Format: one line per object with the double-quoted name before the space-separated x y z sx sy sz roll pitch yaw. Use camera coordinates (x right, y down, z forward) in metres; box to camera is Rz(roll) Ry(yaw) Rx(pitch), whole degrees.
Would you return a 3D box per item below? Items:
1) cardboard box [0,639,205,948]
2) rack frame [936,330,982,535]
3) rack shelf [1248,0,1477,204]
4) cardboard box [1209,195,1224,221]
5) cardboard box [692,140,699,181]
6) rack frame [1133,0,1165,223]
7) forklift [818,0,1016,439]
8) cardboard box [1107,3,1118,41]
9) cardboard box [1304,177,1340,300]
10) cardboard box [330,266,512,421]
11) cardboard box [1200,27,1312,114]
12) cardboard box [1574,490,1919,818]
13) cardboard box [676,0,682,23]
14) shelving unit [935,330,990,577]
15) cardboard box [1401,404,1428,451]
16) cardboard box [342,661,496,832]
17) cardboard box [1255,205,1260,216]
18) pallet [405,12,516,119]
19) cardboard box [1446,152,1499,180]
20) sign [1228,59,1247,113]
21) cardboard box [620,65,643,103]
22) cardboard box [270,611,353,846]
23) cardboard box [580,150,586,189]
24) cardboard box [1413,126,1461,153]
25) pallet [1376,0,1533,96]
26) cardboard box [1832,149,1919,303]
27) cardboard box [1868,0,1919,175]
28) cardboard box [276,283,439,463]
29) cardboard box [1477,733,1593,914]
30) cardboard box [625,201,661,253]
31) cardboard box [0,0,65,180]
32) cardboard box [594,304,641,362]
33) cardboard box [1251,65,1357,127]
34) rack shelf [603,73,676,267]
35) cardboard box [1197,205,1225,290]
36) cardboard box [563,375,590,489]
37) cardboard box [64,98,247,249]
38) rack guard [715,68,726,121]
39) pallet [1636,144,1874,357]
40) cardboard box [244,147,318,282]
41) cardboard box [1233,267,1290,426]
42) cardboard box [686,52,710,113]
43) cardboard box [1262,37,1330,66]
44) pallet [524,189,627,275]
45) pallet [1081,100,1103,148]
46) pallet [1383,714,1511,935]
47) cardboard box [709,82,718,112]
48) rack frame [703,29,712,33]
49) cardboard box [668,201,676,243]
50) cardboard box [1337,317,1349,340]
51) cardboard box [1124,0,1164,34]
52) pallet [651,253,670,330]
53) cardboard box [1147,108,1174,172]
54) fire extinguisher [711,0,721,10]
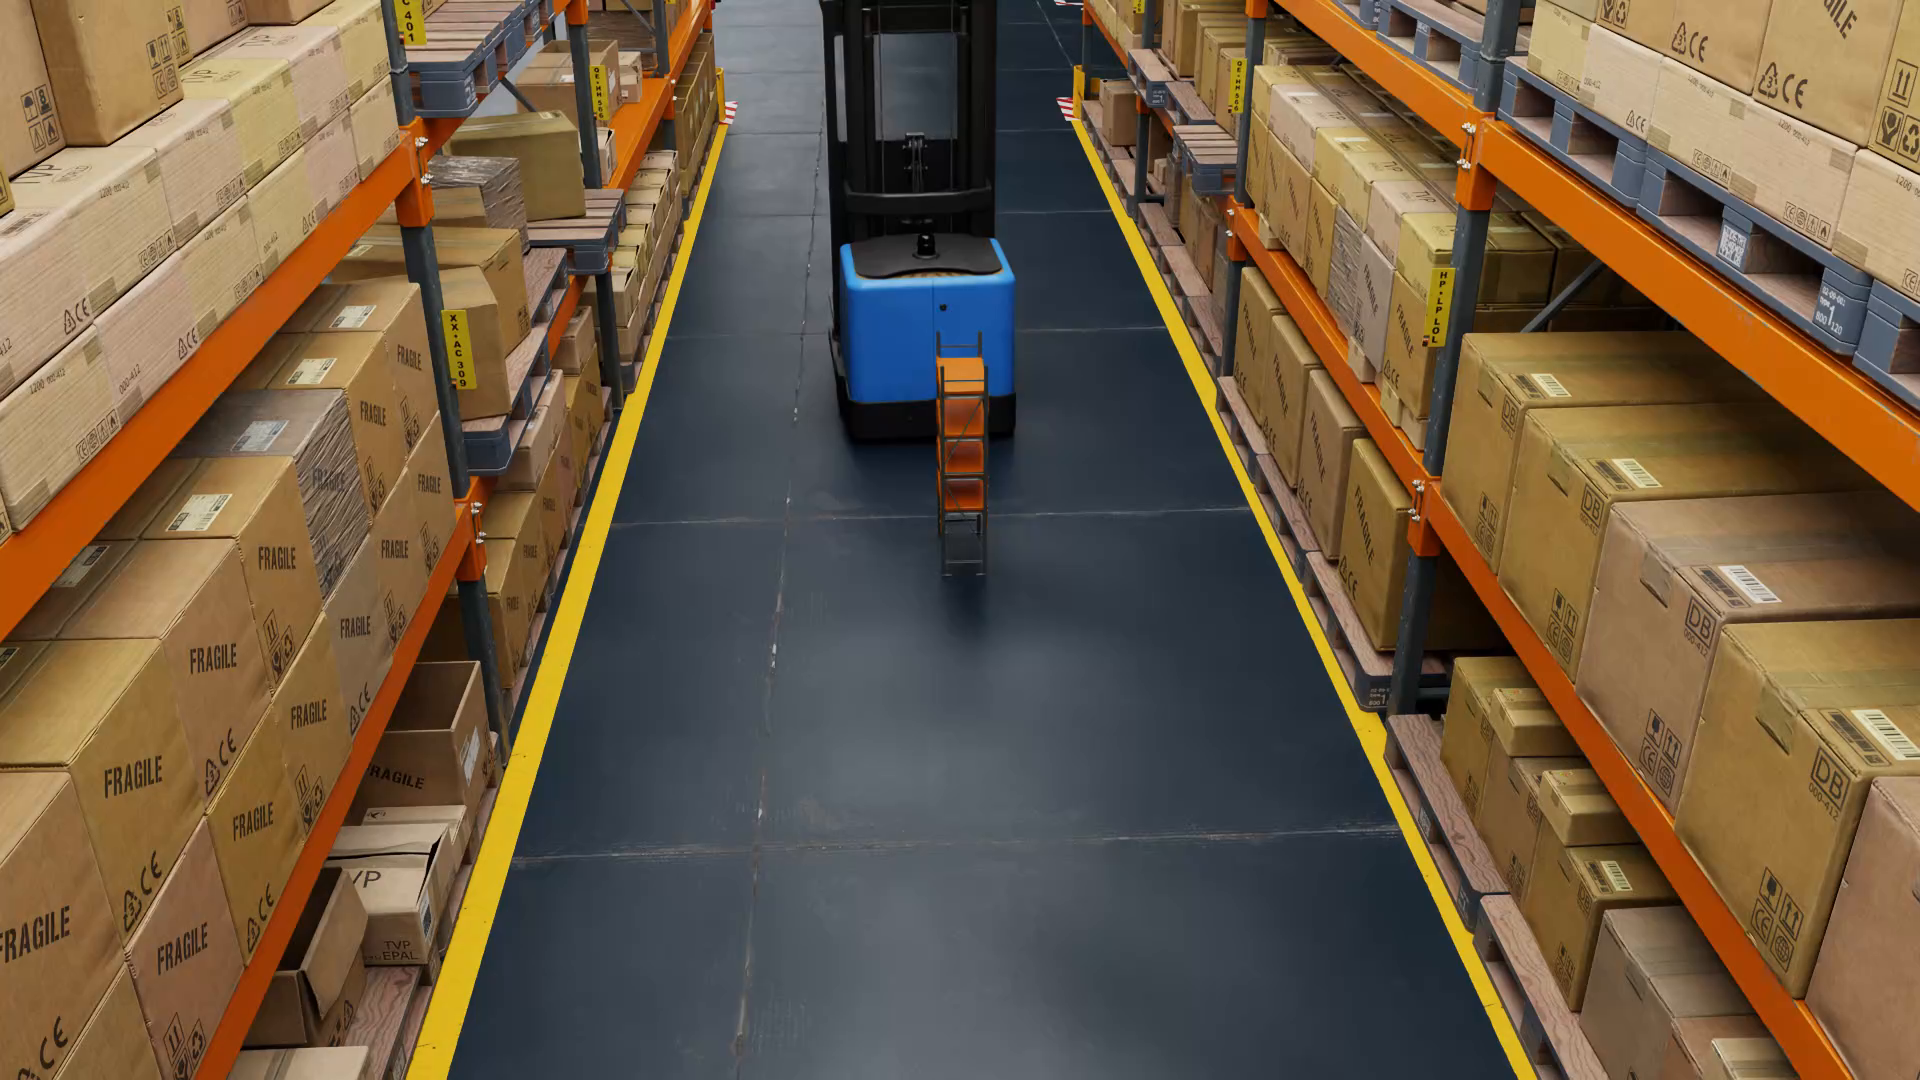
"cardboard box" -2.086 0.566 3.731 0.500 0.500 0.500 -1 28 -2
"rack frame" -0.004 -0.568 9.042 0.240 1.200 0.015 -1 28 -3
"rack shelf" 2.342 -2.397 8.136 1.077 0.370 4.000 -1 28 -3
"cardboard box" 2.149 -2.562 12.335 0.500 0.250 0.500 -2 28 -3
"cardboard box" -2.660 -3.455 15.149 0.500 0.250 0.500 -1 28 -3
"rack frame" 2.029 -4.157 13.976 1.000 3.000 0.127 -1 28 -3
"forklift" -0.344 -2.581 11.028 1.130 2.935 3.031 -3 28 -6
"cardboard box" 1.642 -4.773 15.297 0.500 0.250 0.500 -2 28 -3
"cardboard box" 2.085 -1.552 8.531 0.500 0.500 0.500 -1 28 -1
"cardboard box" -2.301 -0.795 6.969 0.700 0.500 0.500 -11 29 -20
"cardboard box" 2.116 -3.340 11.827 0.700 0.500 0.500 -1 28 -3
"cardboard box" 2.539 0.329 5.051 0.980 0.700 0.700 -3 28 -5
"cardboard box" -3.063 -5.239 15.943 0.700 0.500 0.500 -1 28 -2
"shelving unit" 0.009 -0.456 8.826 0.258 1.200 0.503 -1 28 -3
"cardboard box" 2.146 -0.509 7.232 0.380 0.149 0.250 -1 28 -2
"cardboard box" -2.187 0.829 6.645 0.500 0.500 0.500 -1 28 -3
"cardboard box" 2.024 -2.049 10.185 0.380 0.149 0.250 -2 28 -3
"pallet" -2.464 -1.890 6.590 1.213 0.211 1.003 -1 28 -3
"cardboard box" 2.618 -1.671 7.948 0.500 0.250 0.500 -2 28 -4
"sign" 1.696 -2.770 10.151 0.100 0.325 0.005 -1 28 -3
"cardboard box" -2.689 -3.574 13.004 0.396 0.266 0.258 -2 28 -4
"cardboard box" -2.131 0.550 4.844 0.500 0.500 0.500 -1 28 -2
"cardboard box" -2.684 -2.317 10.546 0.500 0.311 0.500 0 28 1
"cardboard box" 2.595 -1.912 8.411 0.500 0.250 0.500 -2 28 -4
"pallet" 2.349 -2.129 7.052 0.805 0.209 1.217 -2 28 -5
"cardboard box" 2.324 -0.681 3.668 0.500 0.250 0.500 -2 28 -5
"cardboard box" 2.330 -1.004 3.477 0.500 0.500 0.500 -1 28 -1
"cardboard box" -2.215 -0.601 5.970 0.500 0.500 0.500 -1 28 -2
"cardboard box" 2.406 1.040 6.261 0.700 0.500 0.500 -2 28 -3
"cardboard box" -2.531 -2.368 12.459 0.500 0.311 0.500 -2 28 -3
"cardboard box" -2.409 -1.009 3.508 0.700 0.500 0.500 -1 28 -3
"cardboard box" -2.443 -1.404 11.217 0.500 0.250 0.500 -1 28 -3
"cardboard box" 2.005 -2.598 9.725 0.500 0.250 0.500 -1 28 -1
"rack shelf" -2.813 -2.793 12.139 1.077 0.370 4.000 -1 28 -3
"cardboard box" 2.183 -2.197 12.446 0.700 0.500 0.500 -2 28 -3
"cardboard box" -2.399 -0.609 9.402 0.500 0.500 0.500 -2 28 -5
"cardboard box" -2.132 -0.915 4.139 0.500 0.250 0.500 -1 28 -3
"rack guard" -3.128 -4.785 17.884 1.175 0.500 0.348 -1 28 -3
"pallet" 2.540 -0.813 4.417 1.003 0.211 1.213 -1 28 -3
"cardboard box" -2.159 -0.924 4.697 0.500 0.250 0.500 -1 28 -3
"cardboard box" 2.145 -1.200 10.177 0.750 0.750 0.750 -2 28 -3
"cardboard box" -2.735 -4.480 16.304 0.500 0.500 0.500 -1 28 -3
"cardboard box" 2.158 -3.143 10.747 0.380 0.149 0.250 -6 28 -11
"pallet" -2.603 -1.792 9.649 1.213 0.211 1.003 -1 28 -3
"pallet" 1.831 -4.356 17.374 1.003 0.211 1.213 -1 28 -3
"pallet" 2.408 1.127 6.860 1.003 0.211 1.213 -1 28 -3
"cardboard box" -2.804 -4.609 17.363 0.500 0.250 0.500 -1 28 -3
"rack frame" -3.127 -5.882 17.285 1.000 3.000 0.127 -1 28 -3
"cardboard box" -2.582 -2.584 13.480 0.500 0.250 0.500 -2 28 -3
"cardboard box" 2.124 -1.097 8.359 0.380 0.149 0.250 -2 28 -4
"cardboard box" 1.695 -4.642 14.237 0.500 0.500 0.500 -1 28 -3
"pallet" -2.774 -1.895 12.655 1.003 0.211 1.213 -1 28 -3
"cardboard box" 1.935 -3.722 15.369 0.500 0.500 0.500 -3 28 -7
"fire extinguisher" -2.669 -5.914 17.429 0.296 0.674 0.183 -1 28 -3
